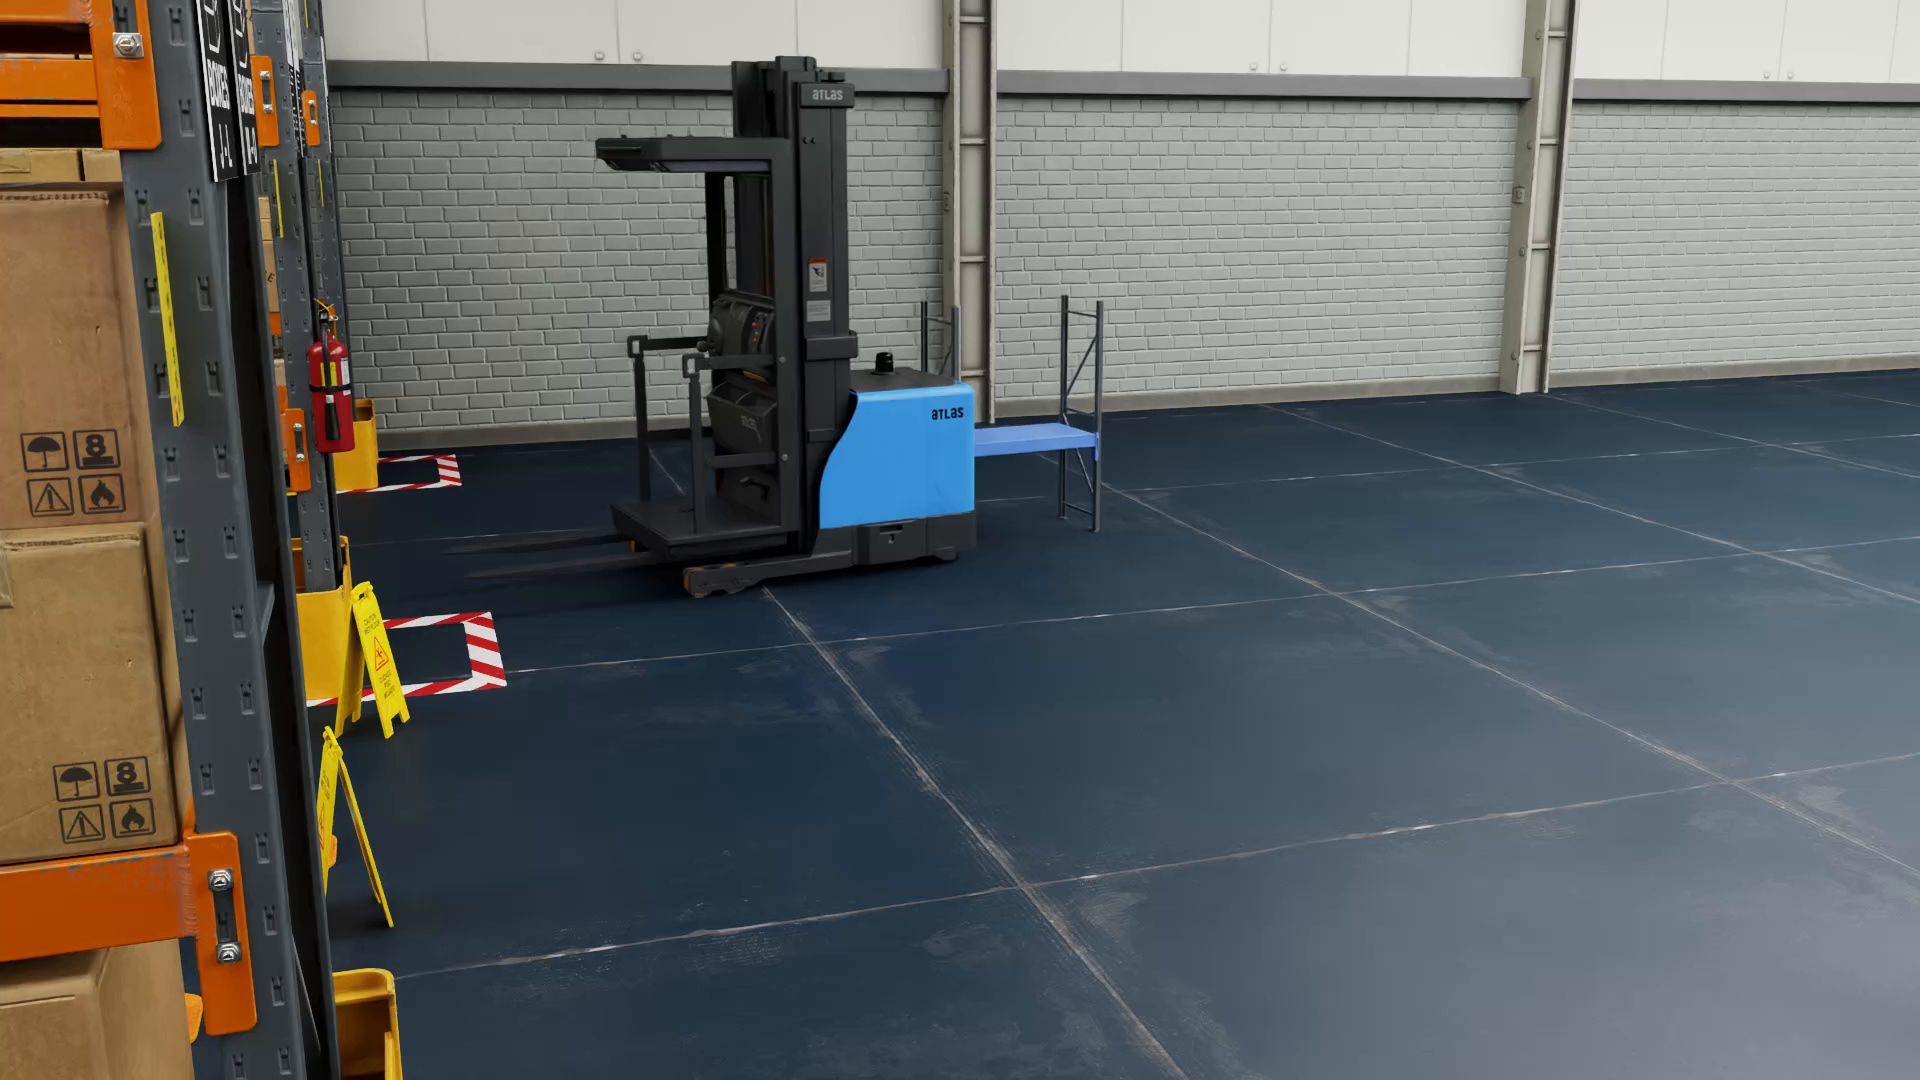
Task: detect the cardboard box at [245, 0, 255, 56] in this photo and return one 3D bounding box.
[{"bbox_3d":[-4.997,-3.627,11.586,0.500,0.500,0.500,-4,14,-16],"label":"cardboard box"}]

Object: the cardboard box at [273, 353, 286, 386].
[{"bbox_3d":[-4.992,-1.203,12.090,0.500,0.250,0.500,-4,14,-16],"label":"cardboard box"}]

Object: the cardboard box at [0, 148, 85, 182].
[{"bbox_3d":[-3.965,-1.422,7.120,0.500,0.500,0.700,-4,14,-18],"label":"cardboard box"}]

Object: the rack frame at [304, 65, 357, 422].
[{"bbox_3d":[-4.655,-1.952,12.367,0.127,3.000,1.000,-4,14,-18],"label":"rack frame"}]

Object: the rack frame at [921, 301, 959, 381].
[{"bbox_3d":[-0.127,-0.733,10.484,0.032,1.500,0.500,-6,15,-25],"label":"rack frame"}]

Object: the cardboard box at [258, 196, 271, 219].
[{"bbox_3d":[-4.928,-2.388,11.940,0.250,0.149,0.380,-4,14,-18],"label":"cardboard box"}]

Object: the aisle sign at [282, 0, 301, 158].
[{"bbox_3d":[-2.918,-2.069,7.242,0.004,0.787,0.394,-4,14,-18],"label":"aisle sign"}]

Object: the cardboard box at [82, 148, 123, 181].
[{"bbox_3d":[-3.483,-1.458,7.270,0.500,0.500,0.700,-5,14,-19],"label":"cardboard box"}]

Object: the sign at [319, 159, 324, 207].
[{"bbox_3d":[-4.496,-2.510,11.701,0.005,0.325,0.100,-4,14,-18],"label":"sign"}]

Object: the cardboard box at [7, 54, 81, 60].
[{"bbox_3d":[-3.806,-2.075,6.946,0.250,0.149,0.380,-4,14,-16],"label":"cardboard box"}]

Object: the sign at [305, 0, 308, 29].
[{"bbox_3d":[-4.496,-3.683,11.422,0.005,0.325,0.100,-4,14,-18],"label":"sign"}]

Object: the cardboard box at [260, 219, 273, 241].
[{"bbox_3d":[-4.895,-2.229,11.914,0.250,0.149,0.380,-4,14,-17],"label":"cardboard box"}]

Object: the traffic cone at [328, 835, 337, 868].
[{"bbox_3d":[-2.389,0.904,5.844,0.334,0.463,0.336,-4,14,-18],"label":"traffic cone"}]

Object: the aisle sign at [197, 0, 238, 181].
[{"bbox_3d":[-1.231,-0.990,2.703,0.004,0.787,0.394,-4,14,-18],"label":"aisle sign"}]

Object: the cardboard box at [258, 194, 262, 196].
[{"bbox_3d":[-5.314,-2.477,12.314,0.250,0.149,0.380,-4,14,-16],"label":"cardboard box"}]

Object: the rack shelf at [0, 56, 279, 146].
[{"bbox_3d":[-4.964,-1.825,6.907,4.000,0.370,1.077,-4,14,-18],"label":"rack shelf"}]

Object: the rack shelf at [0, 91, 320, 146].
[{"bbox_3d":[-6.551,-2.914,11.482,4.000,0.370,1.077,-4,14,-18],"label":"rack shelf"}]

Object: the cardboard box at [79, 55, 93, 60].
[{"bbox_3d":[-3.543,-2.087,6.997,0.250,0.149,0.380,-4,14,-18],"label":"cardboard box"}]

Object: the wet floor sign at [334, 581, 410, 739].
[{"bbox_3d":[-2.547,0.502,7.136,0.232,0.644,0.267,0,13,1],"label":"wet floor sign"}]

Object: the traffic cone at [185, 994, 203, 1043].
[{"bbox_3d":[-2.351,1.177,4.697,0.334,0.463,0.336,-4,14,-18],"label":"traffic cone"}]

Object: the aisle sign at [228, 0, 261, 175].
[{"bbox_3d":[-1.423,-1.121,3.256,0.004,0.787,0.394,-4,14,-18],"label":"aisle sign"}]

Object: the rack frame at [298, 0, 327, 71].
[{"bbox_3d":[-4.655,-4.871,11.673,0.127,3.000,1.000,-4,14,-18],"label":"rack frame"}]

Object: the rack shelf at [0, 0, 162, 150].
[{"bbox_3d":[-3.290,-0.747,2.374,4.000,0.370,1.077,-4,14,-18],"label":"rack shelf"}]

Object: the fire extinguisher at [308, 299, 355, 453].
[{"bbox_3d":[-2.813,-0.733,7.411,0.183,0.674,0.296,-4,14,-18],"label":"fire extinguisher"}]

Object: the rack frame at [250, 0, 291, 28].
[{"bbox_3d":[-3.069,-3.782,7.097,0.127,3.000,1.000,-4,14,-18],"label":"rack frame"}]

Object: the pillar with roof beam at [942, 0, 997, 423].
[{"bbox_3d":[1.457,-4.515,10.180,0.400,9.000,9.100,-4,14,-18],"label":"pillar with roof beam"}]

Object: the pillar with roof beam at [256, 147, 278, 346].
[{"bbox_3d":[-4.230,-4.073,8.318,0.400,9.000,9.100,-4,14,-18],"label":"pillar with roof beam"}]

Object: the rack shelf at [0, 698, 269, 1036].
[{"bbox_3d":[-3.290,0.712,2.721,4.000,0.370,1.077,-4,14,-18],"label":"rack shelf"}]

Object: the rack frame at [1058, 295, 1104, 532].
[{"bbox_3d":[0.789,-0.835,10.913,0.032,1.500,0.500,-6,15,-25],"label":"rack frame"}]

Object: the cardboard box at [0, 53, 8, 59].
[{"bbox_3d":[-4.067,-2.071,6.929,0.250,0.149,0.380,-4,14,-18],"label":"cardboard box"}]

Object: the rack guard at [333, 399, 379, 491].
[{"bbox_3d":[-4.633,-0.738,12.664,0.348,0.500,1.175,-4,14,-18],"label":"rack guard"}]

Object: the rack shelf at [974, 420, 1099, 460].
[{"bbox_3d":[0.331,-0.609,10.740,1.000,0.185,0.538,-6,15,-25],"label":"rack shelf"}]

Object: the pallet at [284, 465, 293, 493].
[{"bbox_3d":[-5.367,-0.530,12.414,1.213,0.211,1.003,-4,14,-18],"label":"pallet"}]

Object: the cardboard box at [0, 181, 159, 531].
[{"bbox_3d":[-1.758,-0.365,3.037,0.550,0.550,0.875,-4,14,-18],"label":"cardboard box"}]

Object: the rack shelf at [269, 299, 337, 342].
[{"bbox_3d":[-6.551,-1.454,11.830,4.000,0.370,1.077,-4,14,-18],"label":"rack shelf"}]

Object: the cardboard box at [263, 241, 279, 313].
[{"bbox_3d":[-5.038,-1.907,11.960,0.500,0.500,0.500,-5,14,-19],"label":"cardboard box"}]

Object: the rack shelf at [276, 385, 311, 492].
[{"bbox_3d":[-4.964,-0.366,7.254,4.000,0.370,1.077,-4,14,-18],"label":"rack shelf"}]

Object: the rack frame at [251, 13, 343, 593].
[{"bbox_3d":[-3.069,-0.864,7.791,0.127,3.000,1.000,-4,14,-18],"label":"rack frame"}]

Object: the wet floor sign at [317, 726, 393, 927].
[{"bbox_3d":[-1.998,0.924,5.366,0.232,0.644,0.267,-7,15,-28],"label":"wet floor sign"}]

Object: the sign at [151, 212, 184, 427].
[{"bbox_3d":[-1.234,-0.344,2.592,0.005,0.325,0.100,-4,14,-18],"label":"sign"}]

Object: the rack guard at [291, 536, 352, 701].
[{"bbox_3d":[-3.141,0.358,8.057,0.348,0.500,1.175,-4,14,-18],"label":"rack guard"}]

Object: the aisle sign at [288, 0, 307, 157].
[{"bbox_3d":[-3.109,-2.201,7.795,0.004,0.787,0.394,-4,14,-18],"label":"aisle sign"}]

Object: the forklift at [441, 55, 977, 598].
[{"bbox_3d":[-1.445,-1.243,9.534,3.031,2.935,1.130,-7,15,-27],"label":"forklift"}]

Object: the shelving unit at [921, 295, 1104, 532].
[{"bbox_3d":[0.331,-0.784,10.698,1.048,1.500,0.538,-6,15,-25],"label":"shelving unit"}]

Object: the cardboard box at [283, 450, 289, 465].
[{"bbox_3d":[-5.000,-0.715,12.199,0.500,0.250,0.500,-4,14,-18],"label":"cardboard box"}]

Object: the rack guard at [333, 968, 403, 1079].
[{"bbox_3d":[-1.372,1.429,3.555,0.348,0.500,1.175,-4,14,-18],"label":"rack guard"}]

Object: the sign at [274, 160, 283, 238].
[{"bbox_3d":[-2.911,-1.457,7.103,0.005,0.325,0.100,-4,14,-18],"label":"sign"}]

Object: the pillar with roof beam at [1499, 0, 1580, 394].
[{"bbox_3d":[7.144,-4.958,12.042,0.400,9.000,9.100,-4,14,-18],"label":"pillar with roof beam"}]

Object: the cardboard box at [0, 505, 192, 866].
[{"bbox_3d":[-1.732,0.179,3.084,0.550,0.550,0.875,-4,14,-18],"label":"cardboard box"}]

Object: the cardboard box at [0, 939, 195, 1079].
[{"bbox_3d":[-2.016,1.109,3.184,0.875,0.875,0.875,-4,14,-18],"label":"cardboard box"}]

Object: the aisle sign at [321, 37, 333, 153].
[{"bbox_3d":[-4.500,-3.157,11.816,0.004,0.787,0.394,-4,14,-18],"label":"aisle sign"}]

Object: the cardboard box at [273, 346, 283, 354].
[{"bbox_3d":[-5.171,-1.311,12.546,0.500,0.250,0.500,-5,14,-19],"label":"cardboard box"}]

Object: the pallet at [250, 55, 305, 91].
[{"bbox_3d":[-5.334,-3.322,11.834,1.213,0.211,1.003,-4,14,-18],"label":"pallet"}]
